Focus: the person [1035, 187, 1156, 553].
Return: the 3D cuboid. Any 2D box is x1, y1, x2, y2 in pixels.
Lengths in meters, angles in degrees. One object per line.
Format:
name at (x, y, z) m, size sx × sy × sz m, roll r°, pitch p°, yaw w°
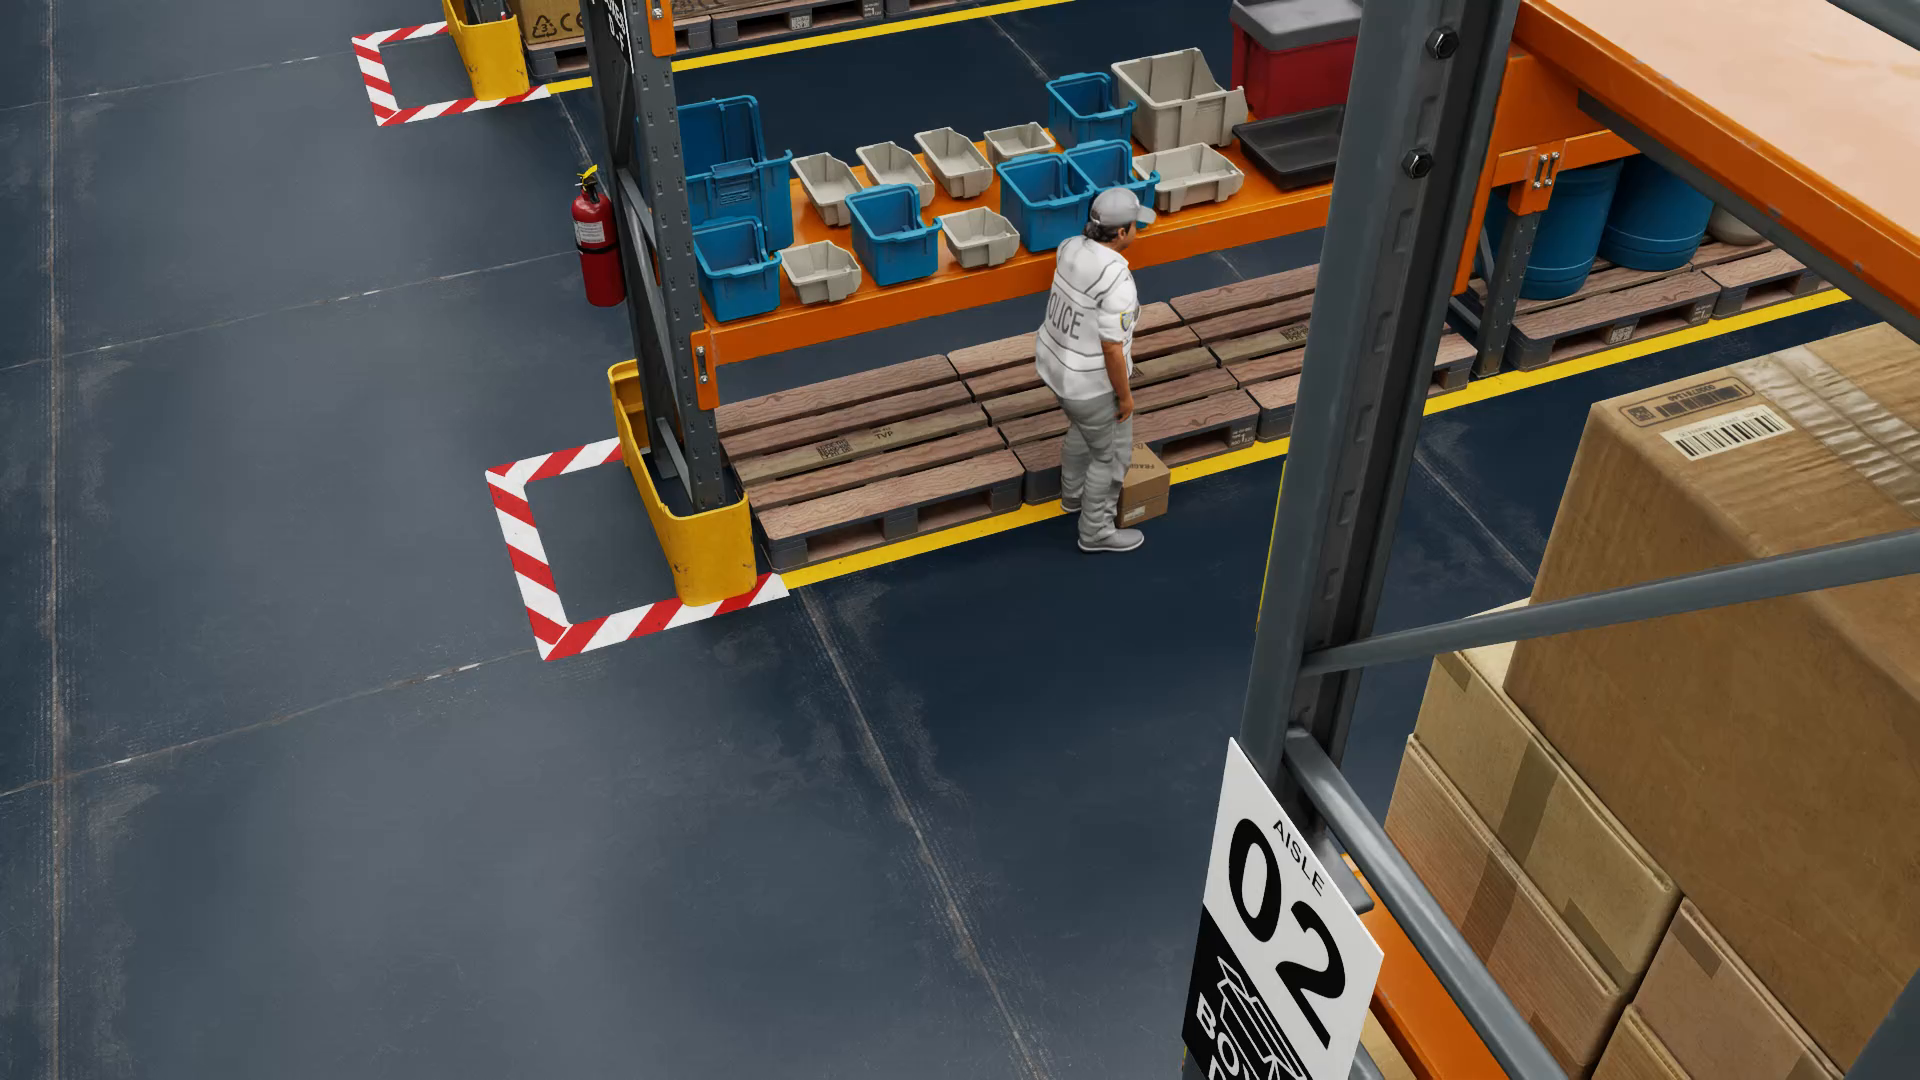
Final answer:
person at (0.580, -0.710, 7.018) m, size 0.468 × 1.665 × 0.553 m, roll -18°, pitch 45°, yaw -19°
